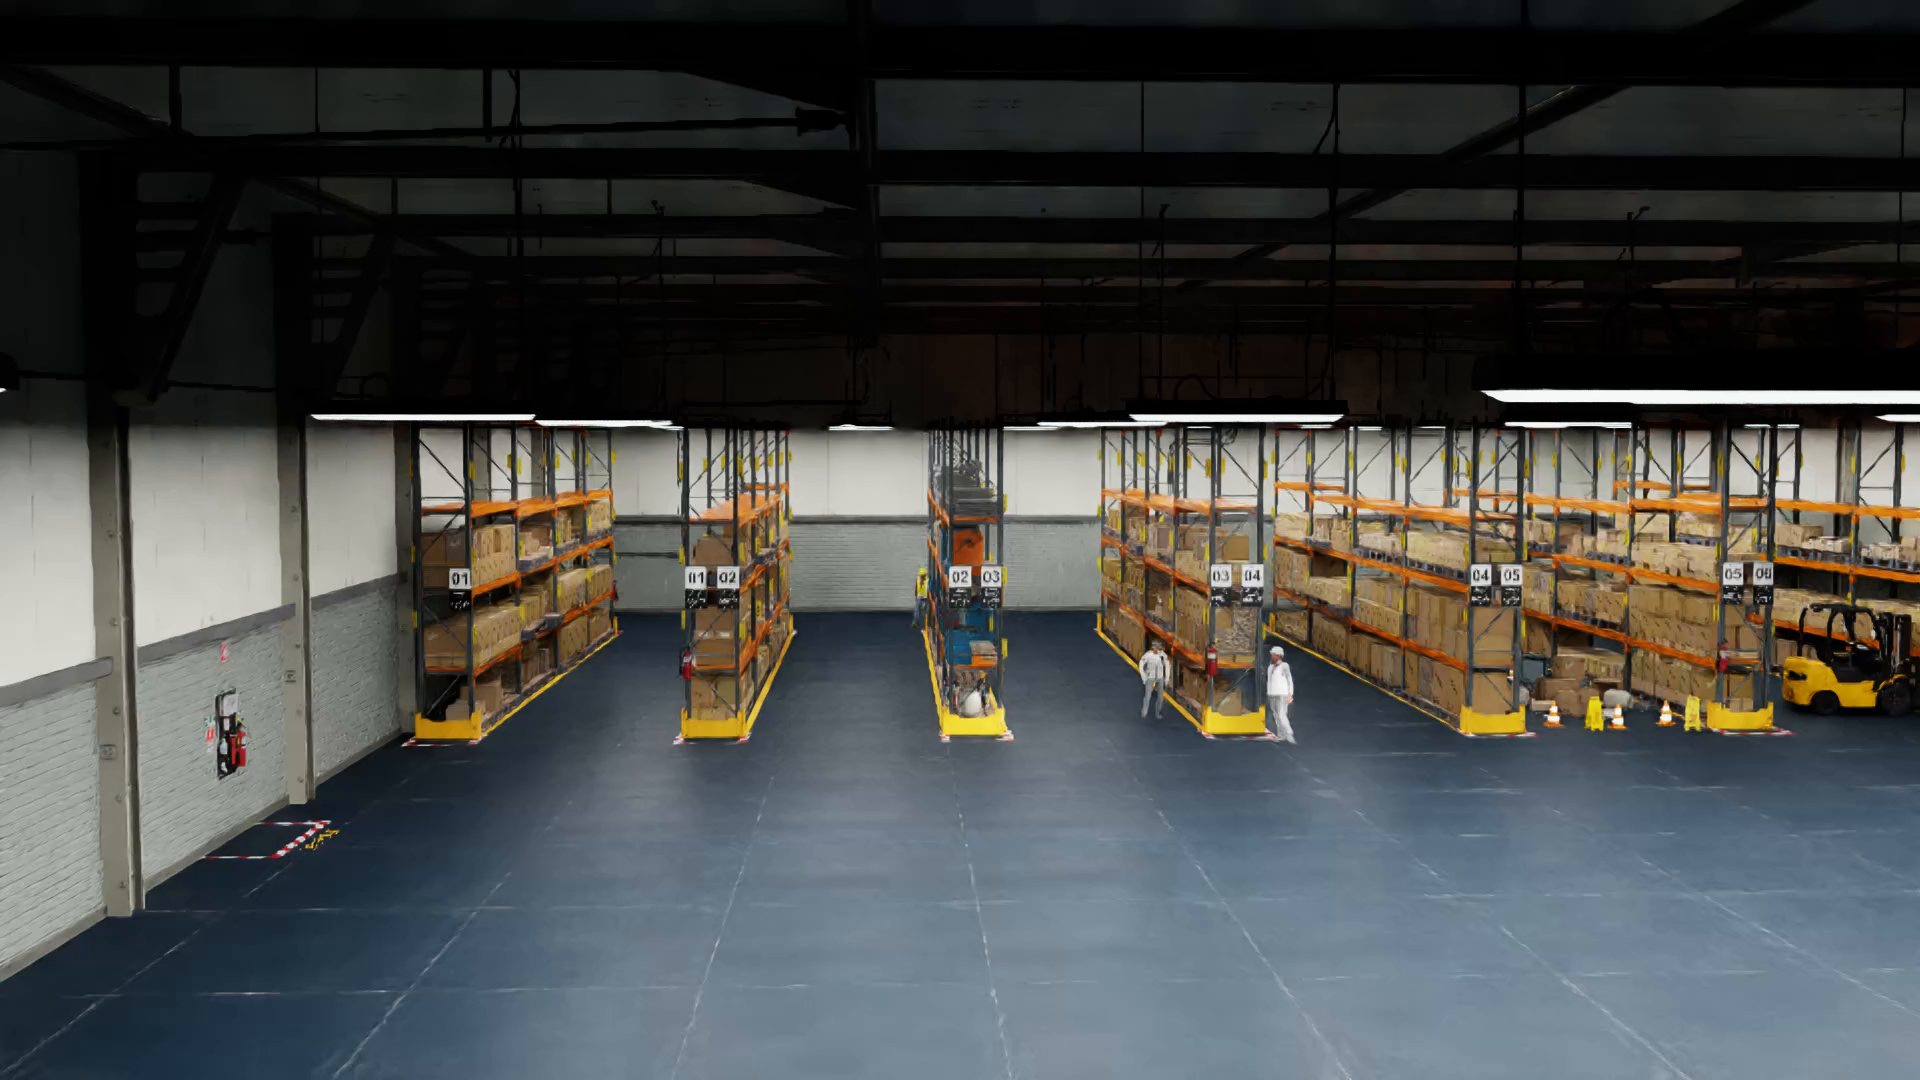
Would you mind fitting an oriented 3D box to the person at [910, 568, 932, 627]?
[{"bbox_3d":[-1.085,1.677,48.945,0.617,1.723,0.958,1,4,21],"label":"person"}]

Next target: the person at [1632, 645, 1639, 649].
[{"bbox_3d":[17.754,2.045,43.411,0.555,1.662,0.592,1,4,18],"label":"person"}]

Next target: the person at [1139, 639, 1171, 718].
[{"bbox_3d":[3.904,2.753,33.138,0.589,1.632,0.506,0,4,-4],"label":"person"}]

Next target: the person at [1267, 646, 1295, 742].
[{"bbox_3d":[5.895,2.832,30.593,0.399,1.767,0.643,-2,4,-34],"label":"person"}]
